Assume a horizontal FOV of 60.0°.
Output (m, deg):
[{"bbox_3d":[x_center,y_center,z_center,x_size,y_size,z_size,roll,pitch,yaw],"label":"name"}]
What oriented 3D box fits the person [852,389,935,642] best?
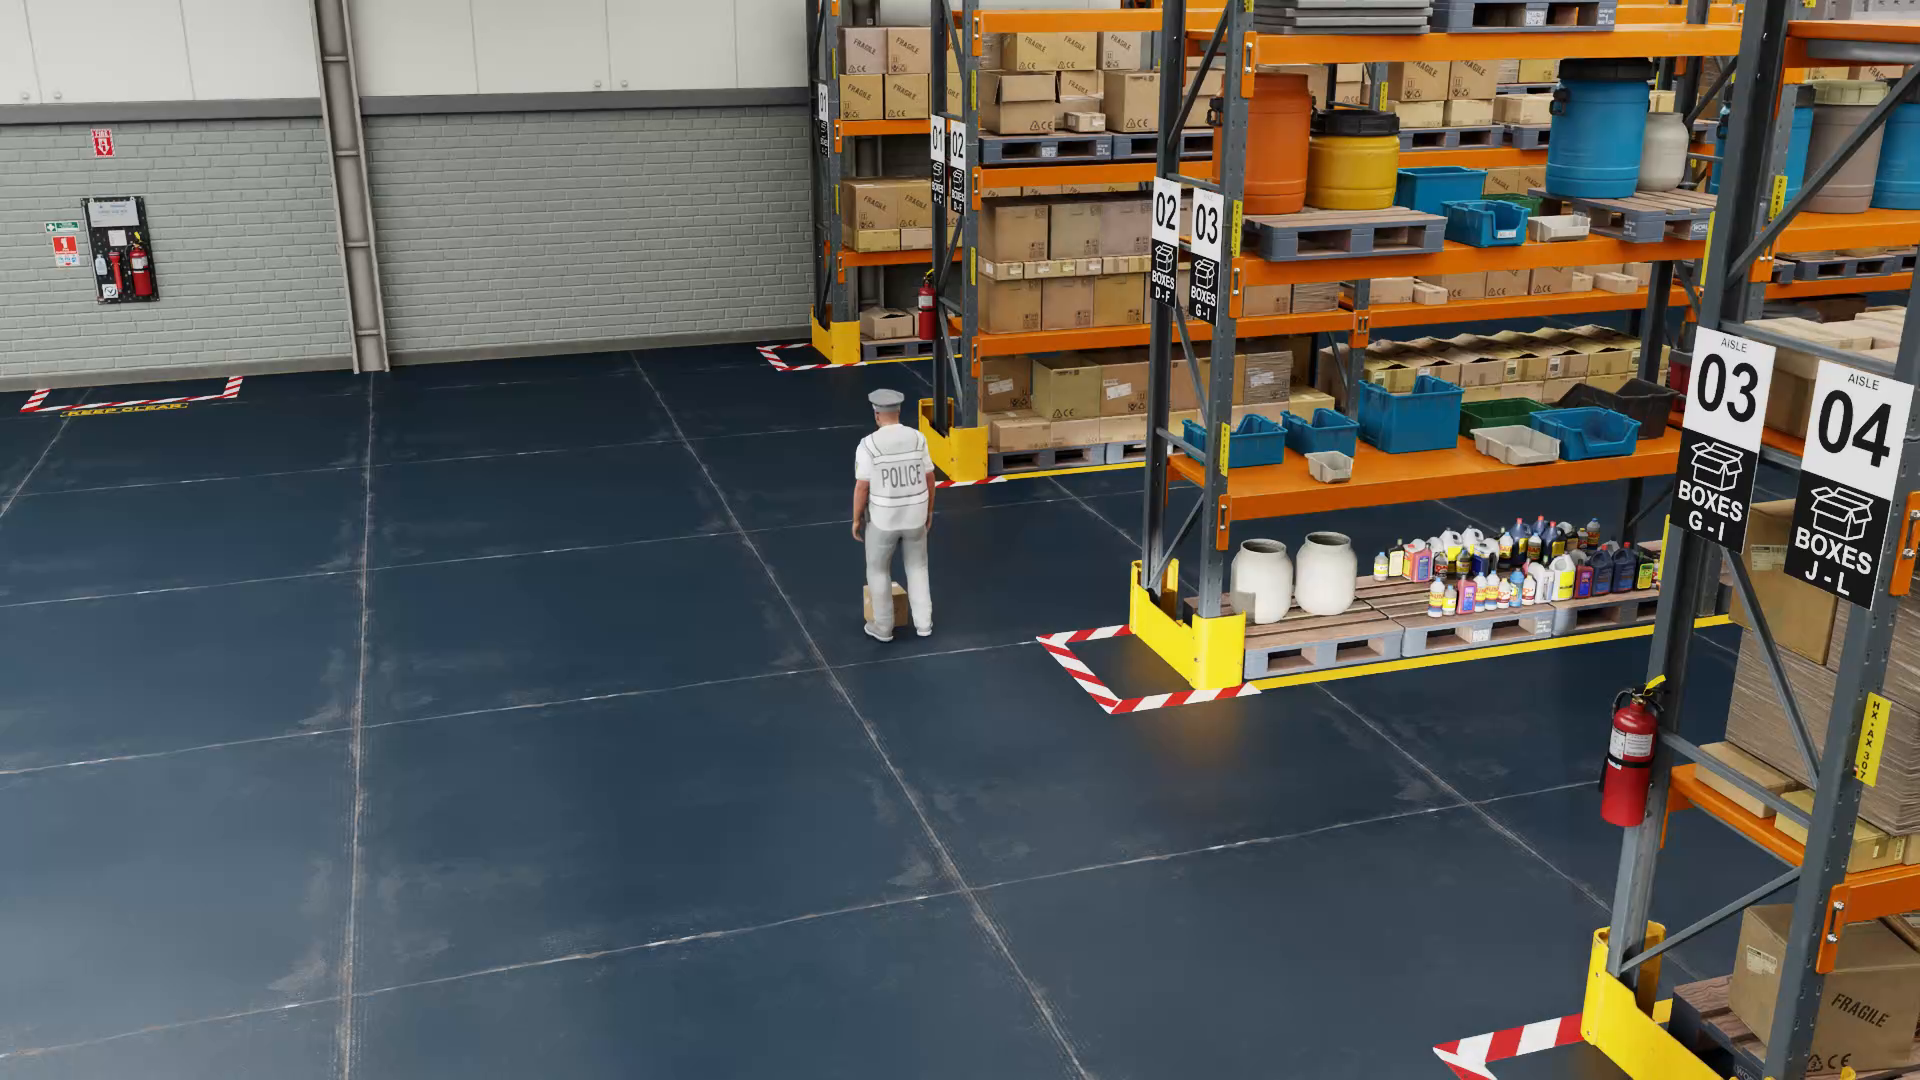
[{"bbox_3d":[-0.445,-0.152,11.492,0.604,1.749,0.427,-7,20,-20],"label":"person"}]
